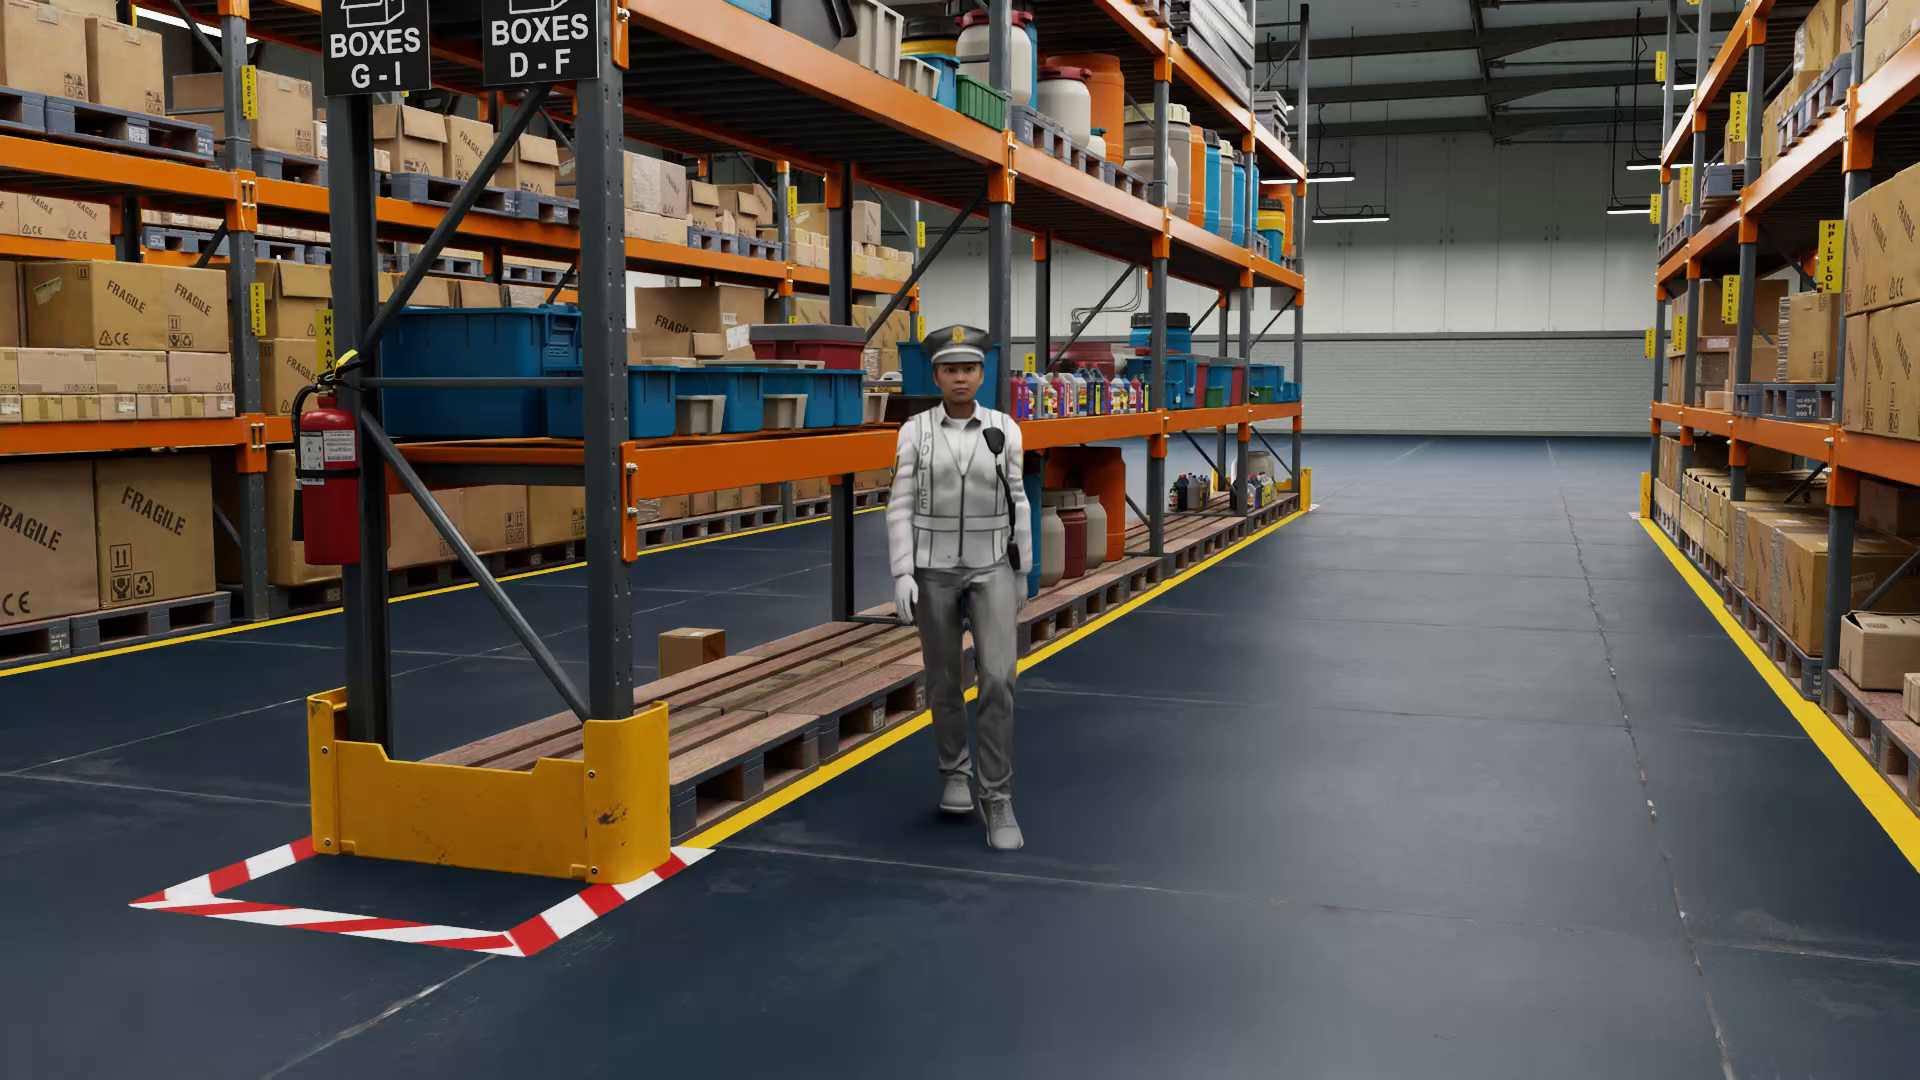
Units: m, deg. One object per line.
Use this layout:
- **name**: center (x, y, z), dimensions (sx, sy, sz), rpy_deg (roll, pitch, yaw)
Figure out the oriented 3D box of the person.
- **person**: center (-0.002, 0.148, 5.608), dimensions (0.496, 1.736, 0.602), rpy_deg (0, 5, 1)
